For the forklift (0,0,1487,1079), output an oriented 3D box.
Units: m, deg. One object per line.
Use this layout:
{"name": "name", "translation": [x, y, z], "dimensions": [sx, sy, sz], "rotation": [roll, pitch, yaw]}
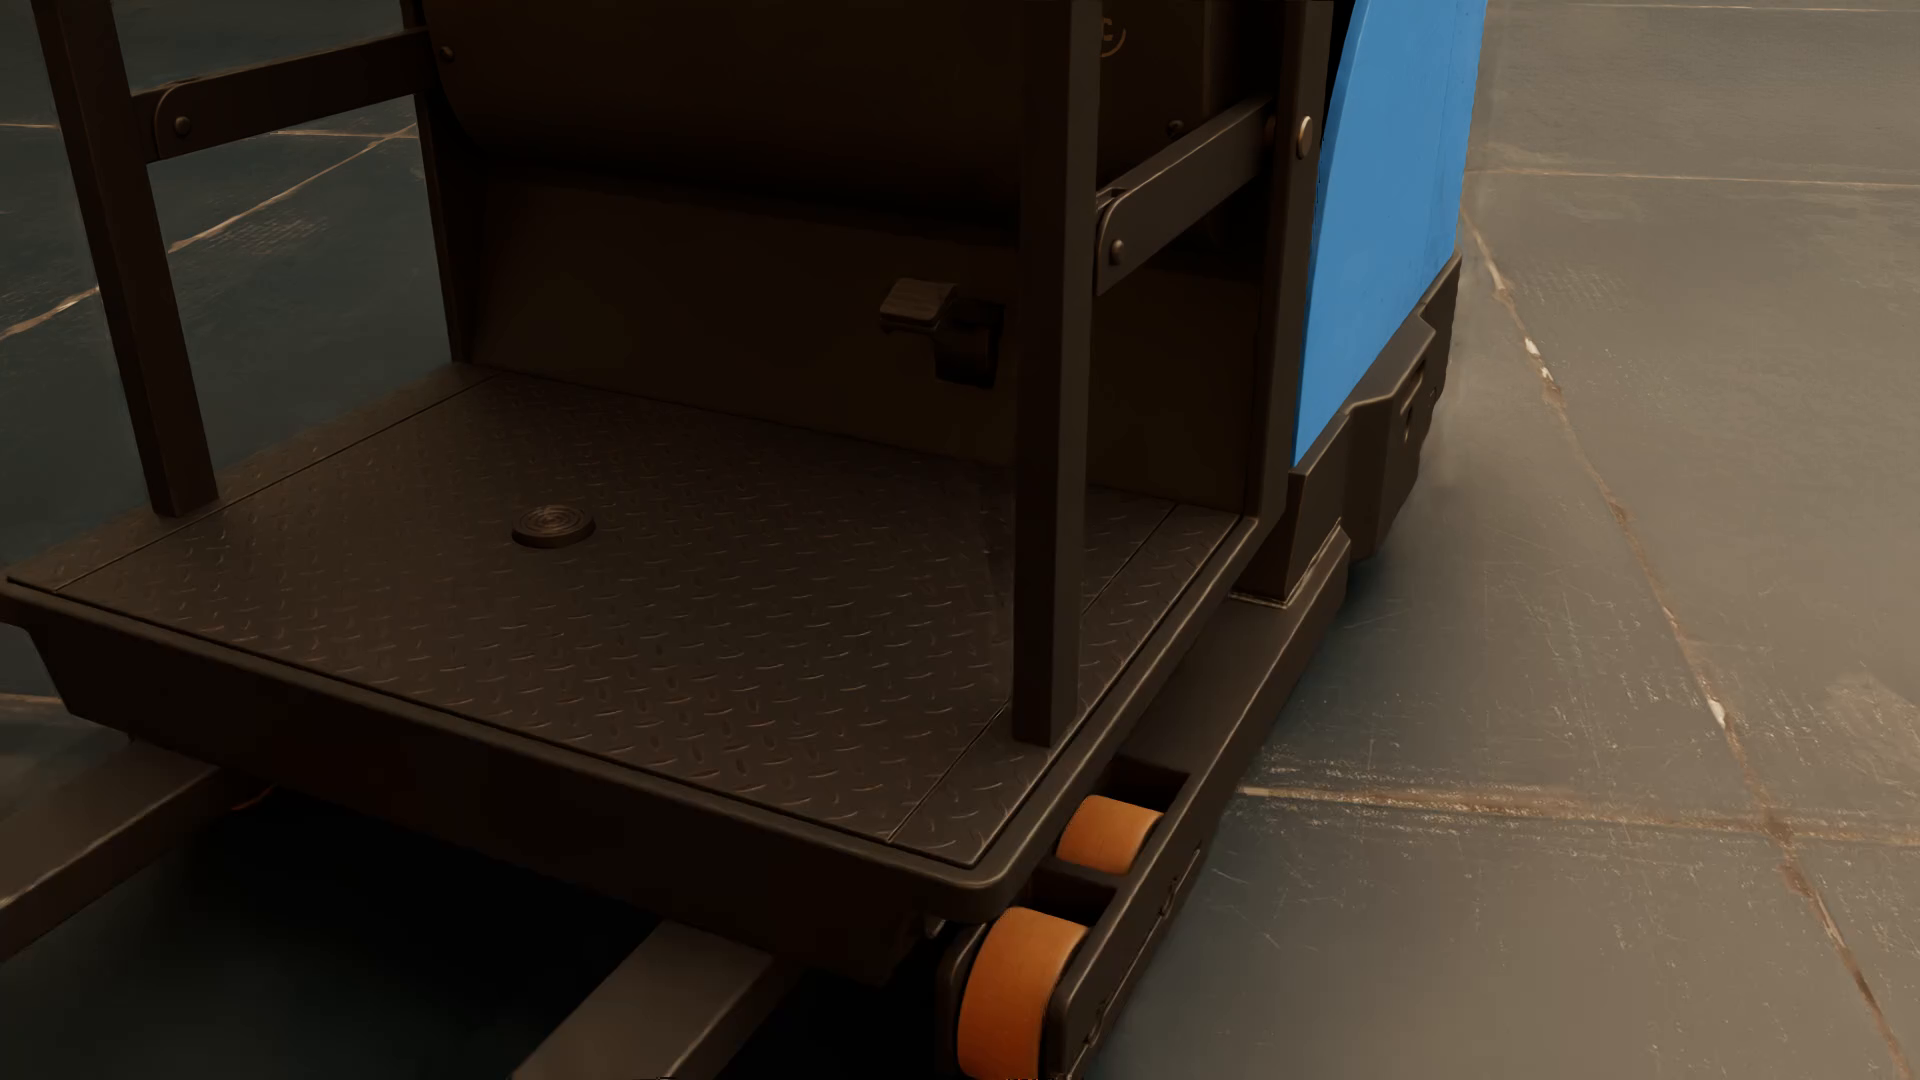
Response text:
{"name": "forklift", "translation": [-0.261, -1.035, 1.292], "dimensions": [1.130, 2.935, 3.031], "rotation": [12, 29, 23]}
